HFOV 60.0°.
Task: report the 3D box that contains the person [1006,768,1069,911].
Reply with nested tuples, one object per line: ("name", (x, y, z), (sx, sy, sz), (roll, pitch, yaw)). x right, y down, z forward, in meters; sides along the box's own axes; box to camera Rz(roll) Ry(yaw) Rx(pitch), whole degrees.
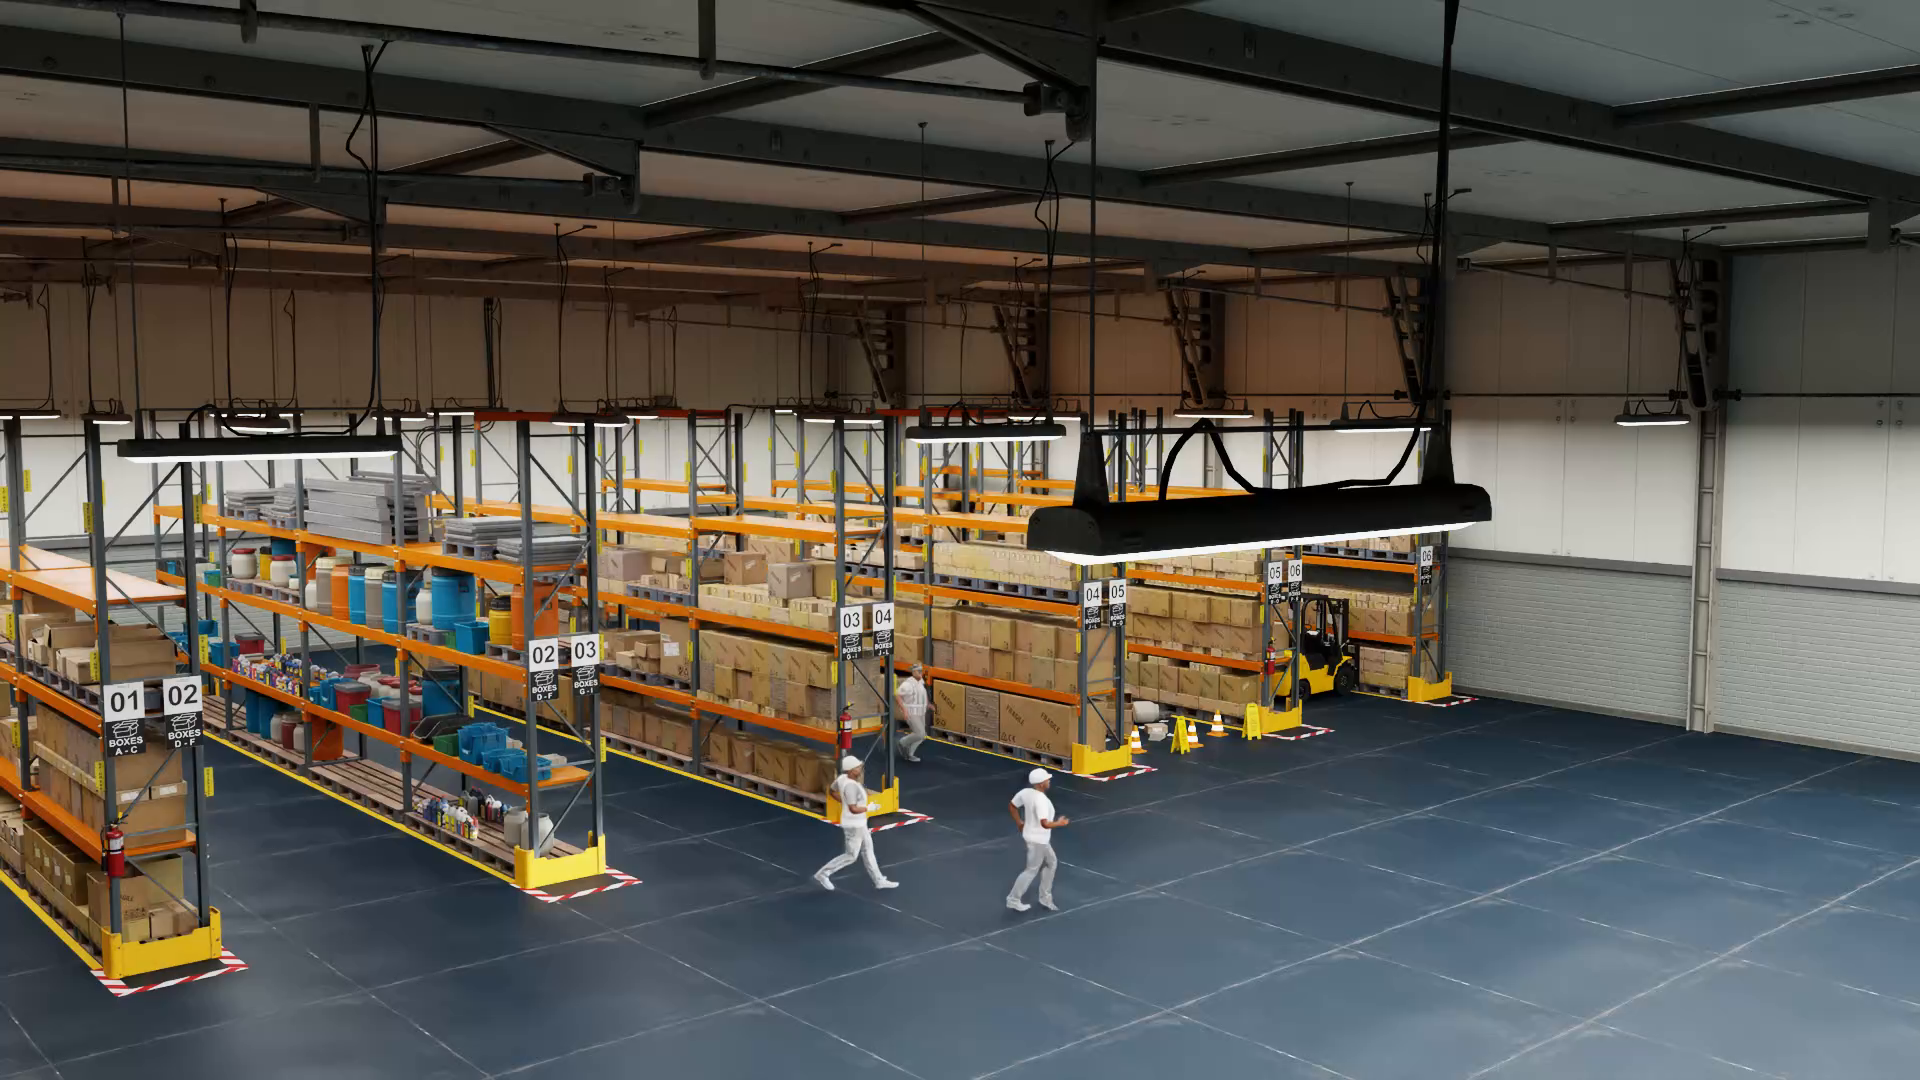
("person", (0.933, 3.687, 20.231), (0.770, 1.826, 0.676), (-1, 5, -10))

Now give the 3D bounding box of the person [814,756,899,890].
("person", (-1.309, 3.574, 20.980), (1.087, 1.737, 0.699), (-1, 5, -7))

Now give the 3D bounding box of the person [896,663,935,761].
("person", (-0.746, 2.960, 28.590), (0.632, 1.726, 0.651), (3, 6, 33))

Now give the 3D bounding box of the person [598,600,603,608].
("person", (-8.976, 1.910, 41.060), (0.582, 1.632, 0.565), (2, 6, 26))
